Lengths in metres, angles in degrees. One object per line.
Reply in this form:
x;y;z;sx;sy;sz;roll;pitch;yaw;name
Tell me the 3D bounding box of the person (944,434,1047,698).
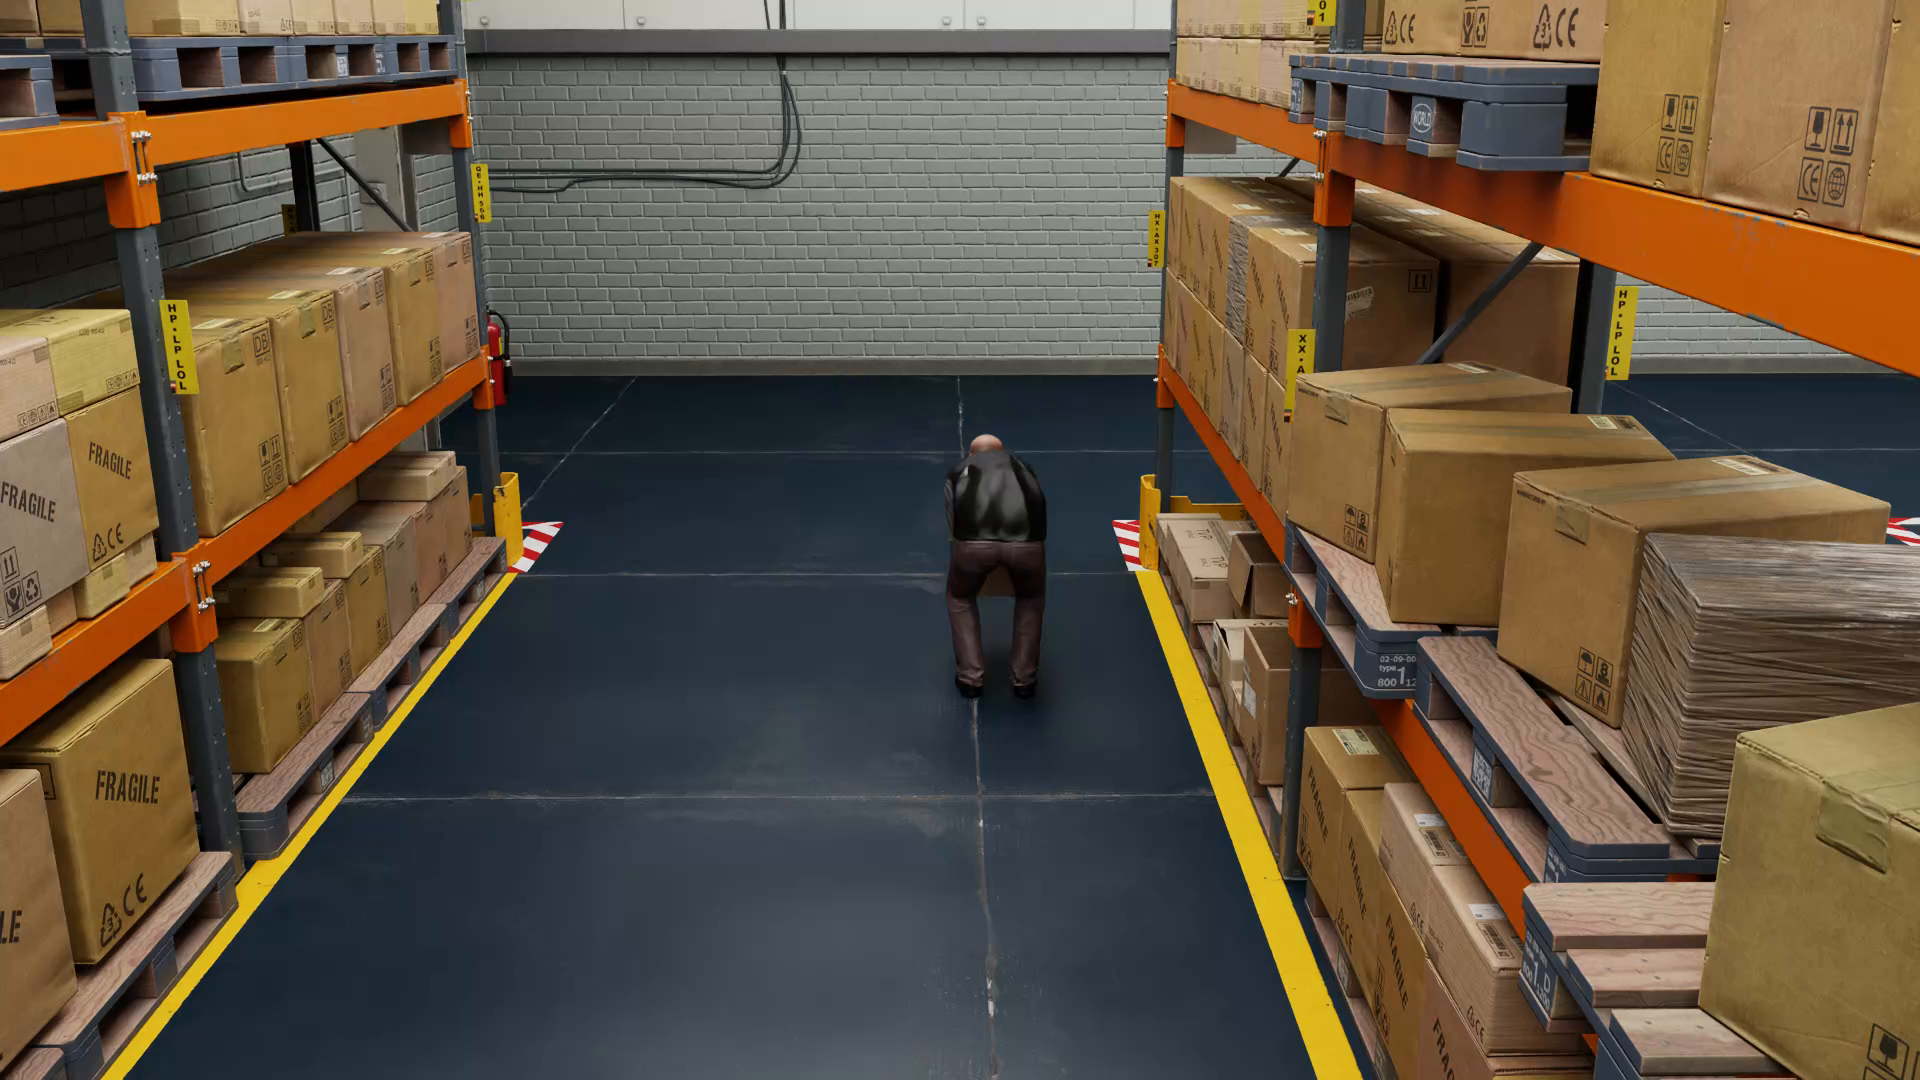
0.168;0.128;8.170;0.488;1.138;0.940;-1;17;-3;person
